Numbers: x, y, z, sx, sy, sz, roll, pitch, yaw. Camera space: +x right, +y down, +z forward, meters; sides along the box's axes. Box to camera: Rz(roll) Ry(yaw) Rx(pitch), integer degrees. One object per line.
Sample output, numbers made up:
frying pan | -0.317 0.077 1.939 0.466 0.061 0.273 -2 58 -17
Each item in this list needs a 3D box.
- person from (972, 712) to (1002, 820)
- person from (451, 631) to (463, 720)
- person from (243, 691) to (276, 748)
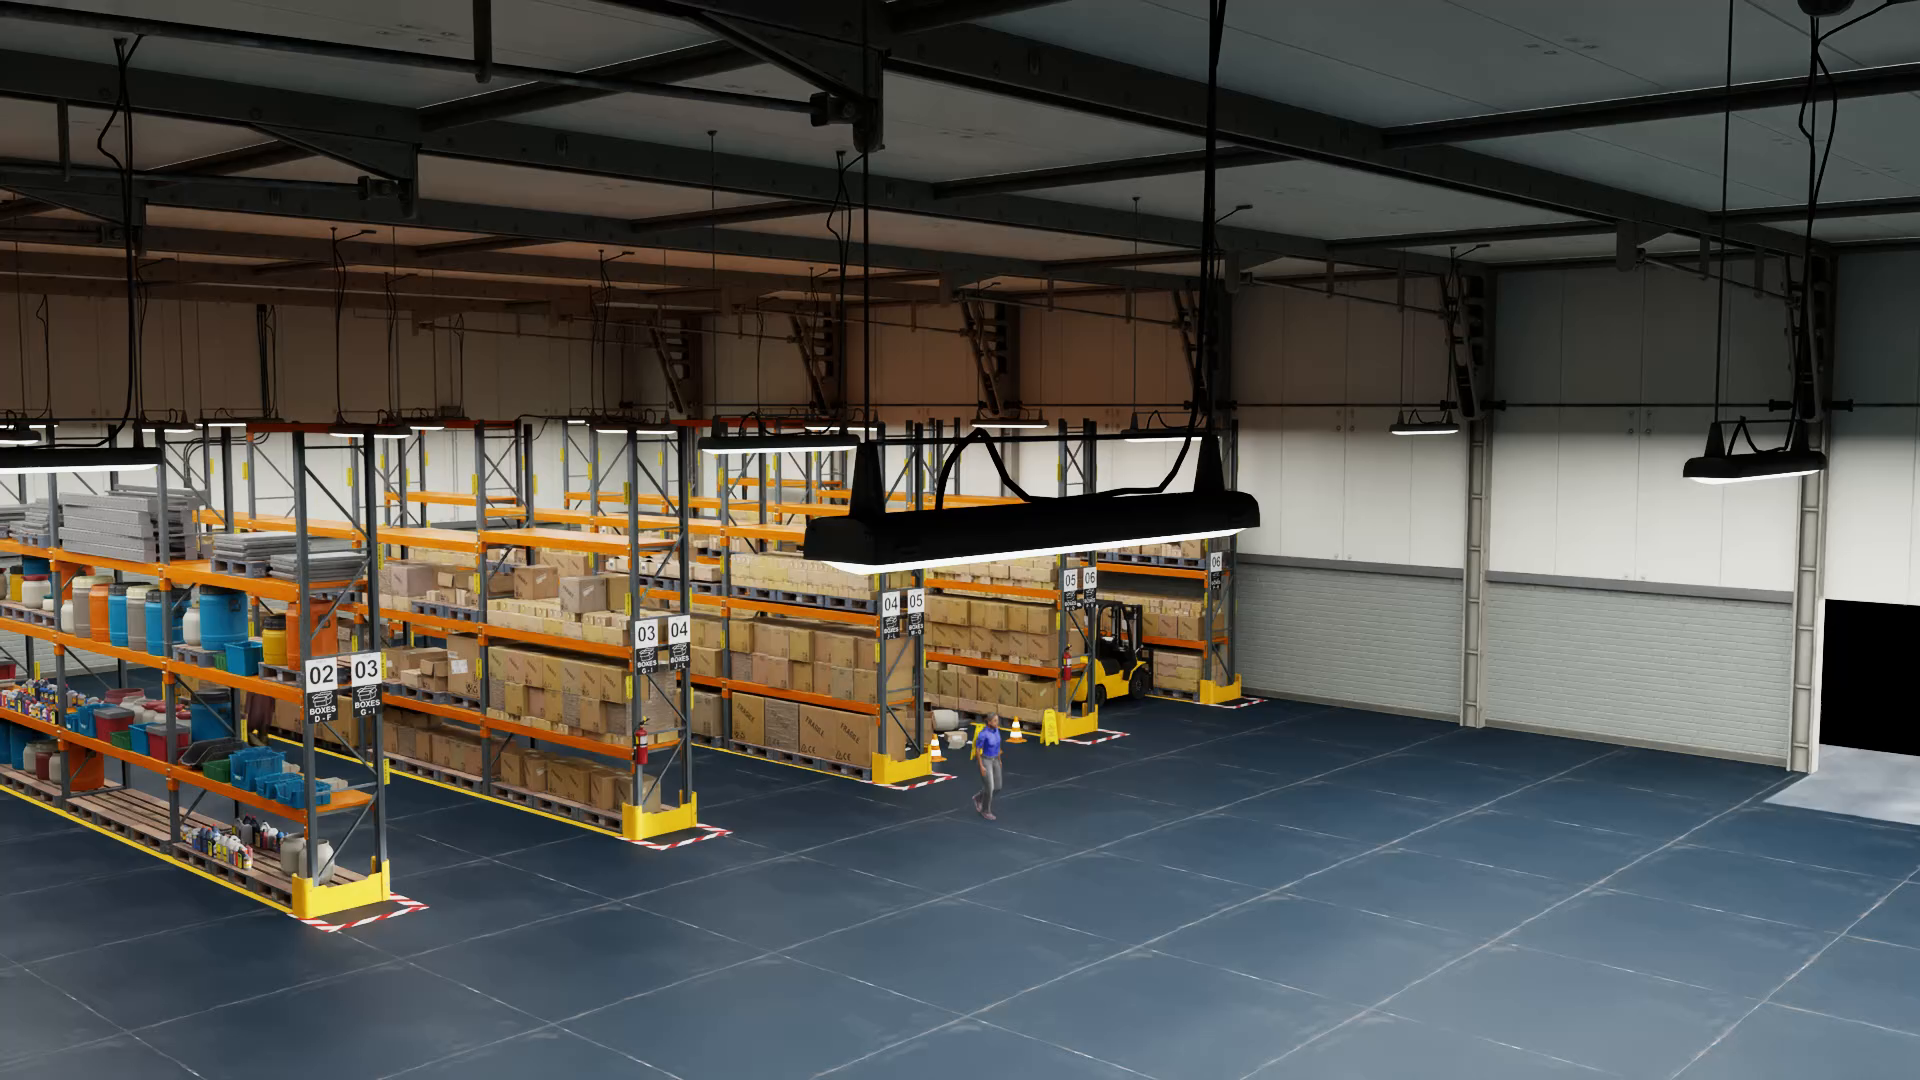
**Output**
person | 0.391 3.446 25.545 0.555 1.627 0.540 4 6 41
person | -10.034 2.724 33.369 0.489 1.752 0.580 3 6 35
person | -12.297 3.094 29.238 0.542 1.680 0.626 3 6 34
